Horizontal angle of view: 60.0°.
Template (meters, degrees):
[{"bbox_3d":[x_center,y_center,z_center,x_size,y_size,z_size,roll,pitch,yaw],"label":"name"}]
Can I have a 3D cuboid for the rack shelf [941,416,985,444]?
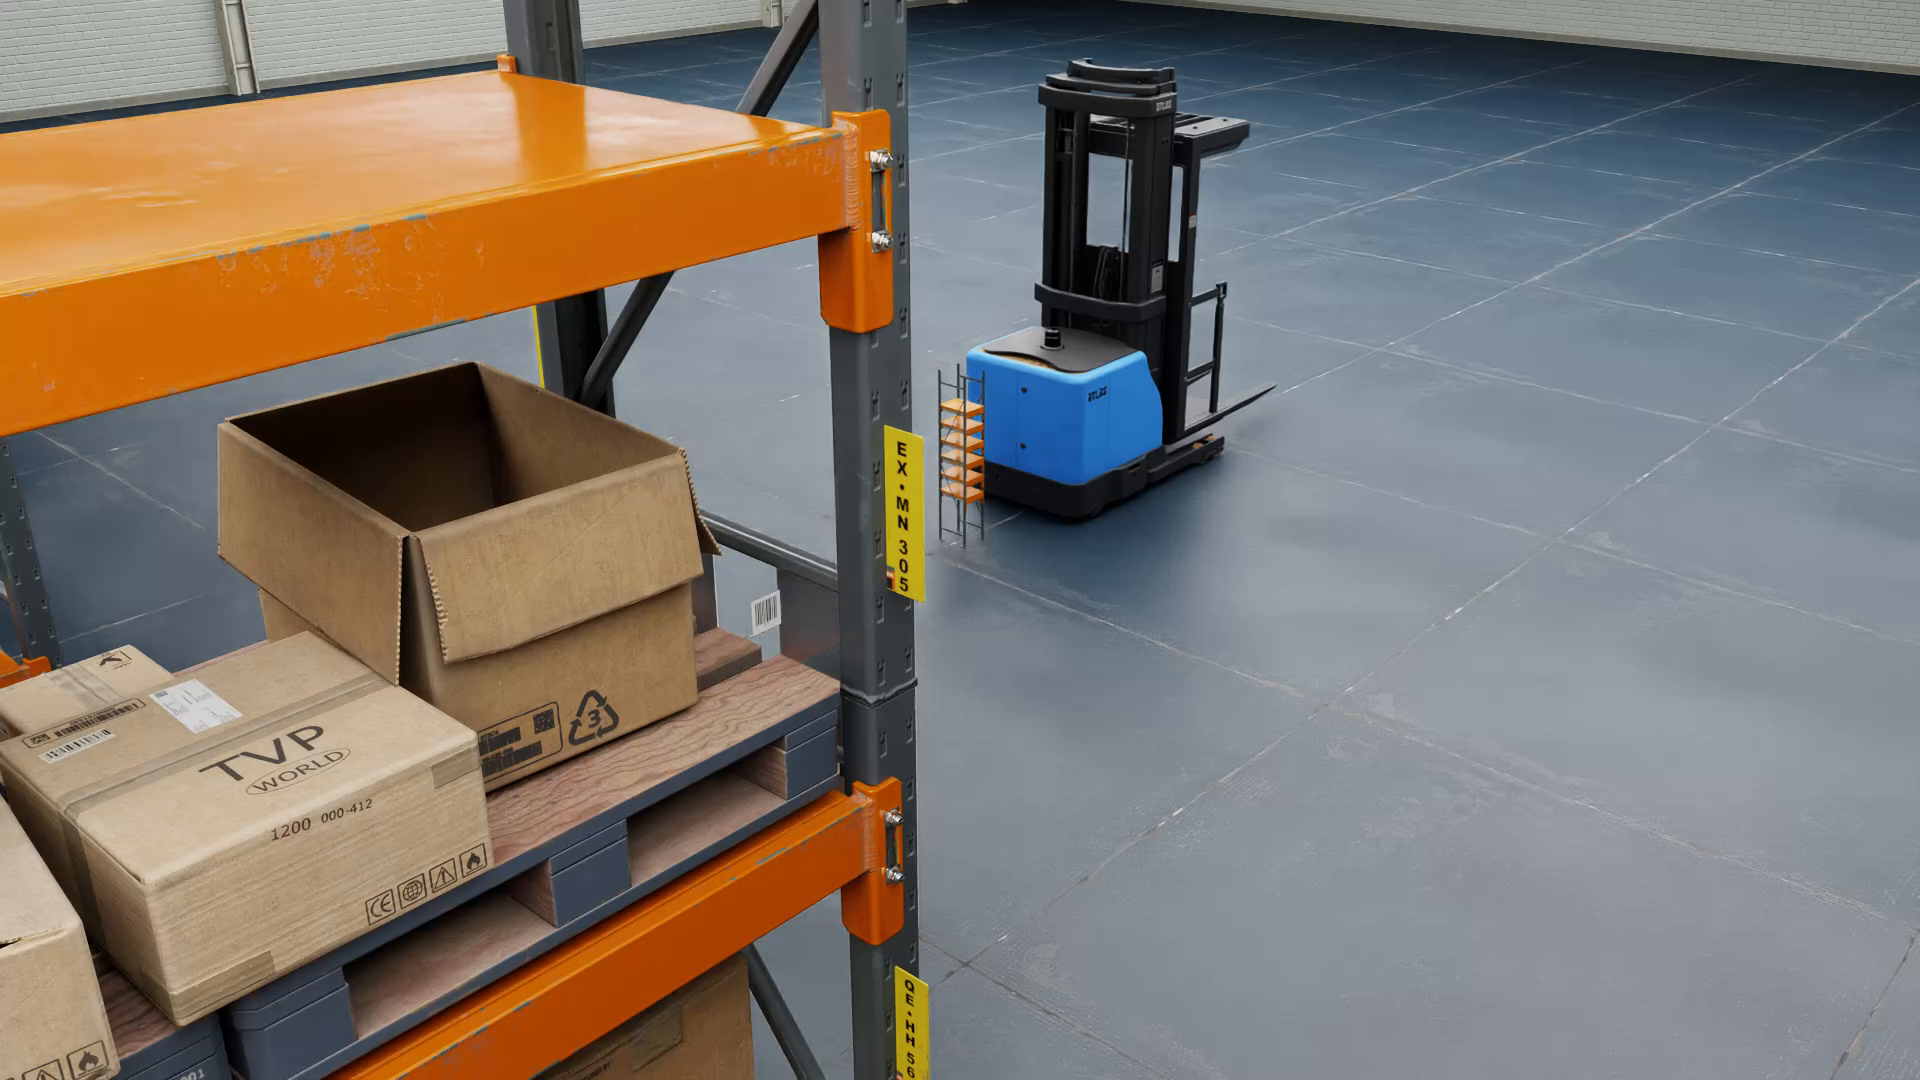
[{"bbox_3d":[0.010,-0.730,10.934,0.258,0.103,0.180,20,31,38],"label":"rack shelf"}]

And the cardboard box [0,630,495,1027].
[{"bbox_3d":[-1.070,0.405,2.512,0.500,0.250,0.500,20,31,38],"label":"cardboard box"}]

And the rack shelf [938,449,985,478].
[{"bbox_3d":[0.010,-0.511,11.033,0.258,0.103,0.180,20,31,38],"label":"rack shelf"}]

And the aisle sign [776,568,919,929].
[{"bbox_3d":[-0.236,0.412,3.487,0.394,0.787,0.004,20,31,38],"label":"aisle sign"}]

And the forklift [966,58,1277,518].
[{"bbox_3d":[1.357,-2.018,12.169,1.130,2.935,3.031,19,30,36],"label":"forklift"}]

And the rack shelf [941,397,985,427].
[{"bbox_3d":[0.010,-0.840,10.885,0.258,0.103,0.180,20,31,38],"label":"rack shelf"}]

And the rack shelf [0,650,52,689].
[{"bbox_3d":[-5.519,1.122,5.960,1.077,0.370,4.000,20,31,38],"label":"rack shelf"}]

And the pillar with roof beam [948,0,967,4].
[{"bbox_3d":[3.141,-15.964,35.856,9.100,9.000,0.400,20,31,38],"label":"pillar with roof beam"}]

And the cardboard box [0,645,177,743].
[{"bbox_3d":[-1.415,0.339,2.784,0.380,0.149,0.250,20,31,38],"label":"cardboard box"}]

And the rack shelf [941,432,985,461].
[{"bbox_3d":[0.010,-0.621,10.983,0.258,0.103,0.180,20,31,38],"label":"rack shelf"}]

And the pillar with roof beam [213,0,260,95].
[{"bbox_3d":[-8.873,-10.480,23.625,9.100,9.000,0.400,20,31,38],"label":"pillar with roof beam"}]

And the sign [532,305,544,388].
[{"bbox_3d":[-0.907,-0.419,3.686,0.100,0.325,0.005,20,31,38],"label":"sign"}]

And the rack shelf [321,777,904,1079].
[{"bbox_3d":[-1.833,1.107,2.328,1.077,0.370,4.000,20,31,38],"label":"rack shelf"}]

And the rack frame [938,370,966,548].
[{"bbox_3d":[-0.051,-0.524,10.952,0.240,1.200,0.006,20,31,38],"label":"rack frame"}]

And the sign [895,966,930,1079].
[{"bbox_3d":[-0.103,1.054,3.528,0.100,0.325,0.005,20,31,38],"label":"sign"}]

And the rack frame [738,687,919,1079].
[{"bbox_3d":[-0.498,1.538,4.153,1.000,3.000,0.127,20,31,38],"label":"rack frame"}]

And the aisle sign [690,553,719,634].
[{"bbox_3d":[-0.682,0.248,3.852,0.394,0.787,0.004,20,31,38],"label":"aisle sign"}]

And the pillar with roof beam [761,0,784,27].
[{"bbox_3d":[-0.864,-14.136,31.779,9.100,9.000,0.400,20,31,38],"label":"pillar with roof beam"}]

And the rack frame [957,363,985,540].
[{"bbox_3d":[0.071,-0.580,11.077,0.240,1.200,0.006,20,31,38],"label":"rack frame"}]

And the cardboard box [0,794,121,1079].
[{"bbox_3d":[-1.441,0.547,2.122,0.500,0.311,0.500,-20,31,-37],"label":"cardboard box"}]

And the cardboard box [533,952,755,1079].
[{"bbox_3d":[-0.855,1.055,3.522,0.700,0.500,0.500,20,31,38],"label":"cardboard box"}]

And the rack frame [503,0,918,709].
[{"bbox_3d":[-0.498,-1.199,2.926,1.000,3.000,0.127,20,31,38],"label":"rack frame"}]

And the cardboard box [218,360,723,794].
[{"bbox_3d":[-0.885,0.041,3.016,0.637,0.503,0.797,-22,32,-39],"label":"cardboard box"}]

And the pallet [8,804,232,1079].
[{"bbox_3d":[-1.803,0.792,2.260,1.003,0.211,1.213,20,31,38],"label":"pallet"}]

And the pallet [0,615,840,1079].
[{"bbox_3d":[-0.989,0.418,3.093,1.003,0.211,1.213,20,31,38],"label":"pallet"}]

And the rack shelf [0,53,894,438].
[{"bbox_3d":[-1.833,-0.079,1.796,1.077,0.370,4.000,20,31,38],"label":"rack shelf"}]

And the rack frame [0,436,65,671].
[{"bbox_3d":[-4.184,0.184,7.172,1.000,3.000,0.127,20,31,38],"label":"rack frame"}]

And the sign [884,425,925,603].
[{"bbox_3d":[-0.103,-0.046,3.035,0.100,0.325,0.005,20,31,38],"label":"sign"}]

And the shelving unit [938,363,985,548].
[{"bbox_3d":[0.010,-0.552,11.014,0.258,1.200,0.189,20,31,38],"label":"shelving unit"}]

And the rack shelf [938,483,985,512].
[{"bbox_3d":[0.010,-0.292,11.131,0.258,0.103,0.180,20,31,38],"label":"rack shelf"}]

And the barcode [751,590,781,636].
[{"bbox_3d":[-0.340,0.128,2.922,0.001,0.075,0.075,20,31,38],"label":"barcode"}]

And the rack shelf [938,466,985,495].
[{"bbox_3d":[0.010,-0.402,11.082,0.258,0.103,0.180,20,31,38],"label":"rack shelf"}]
